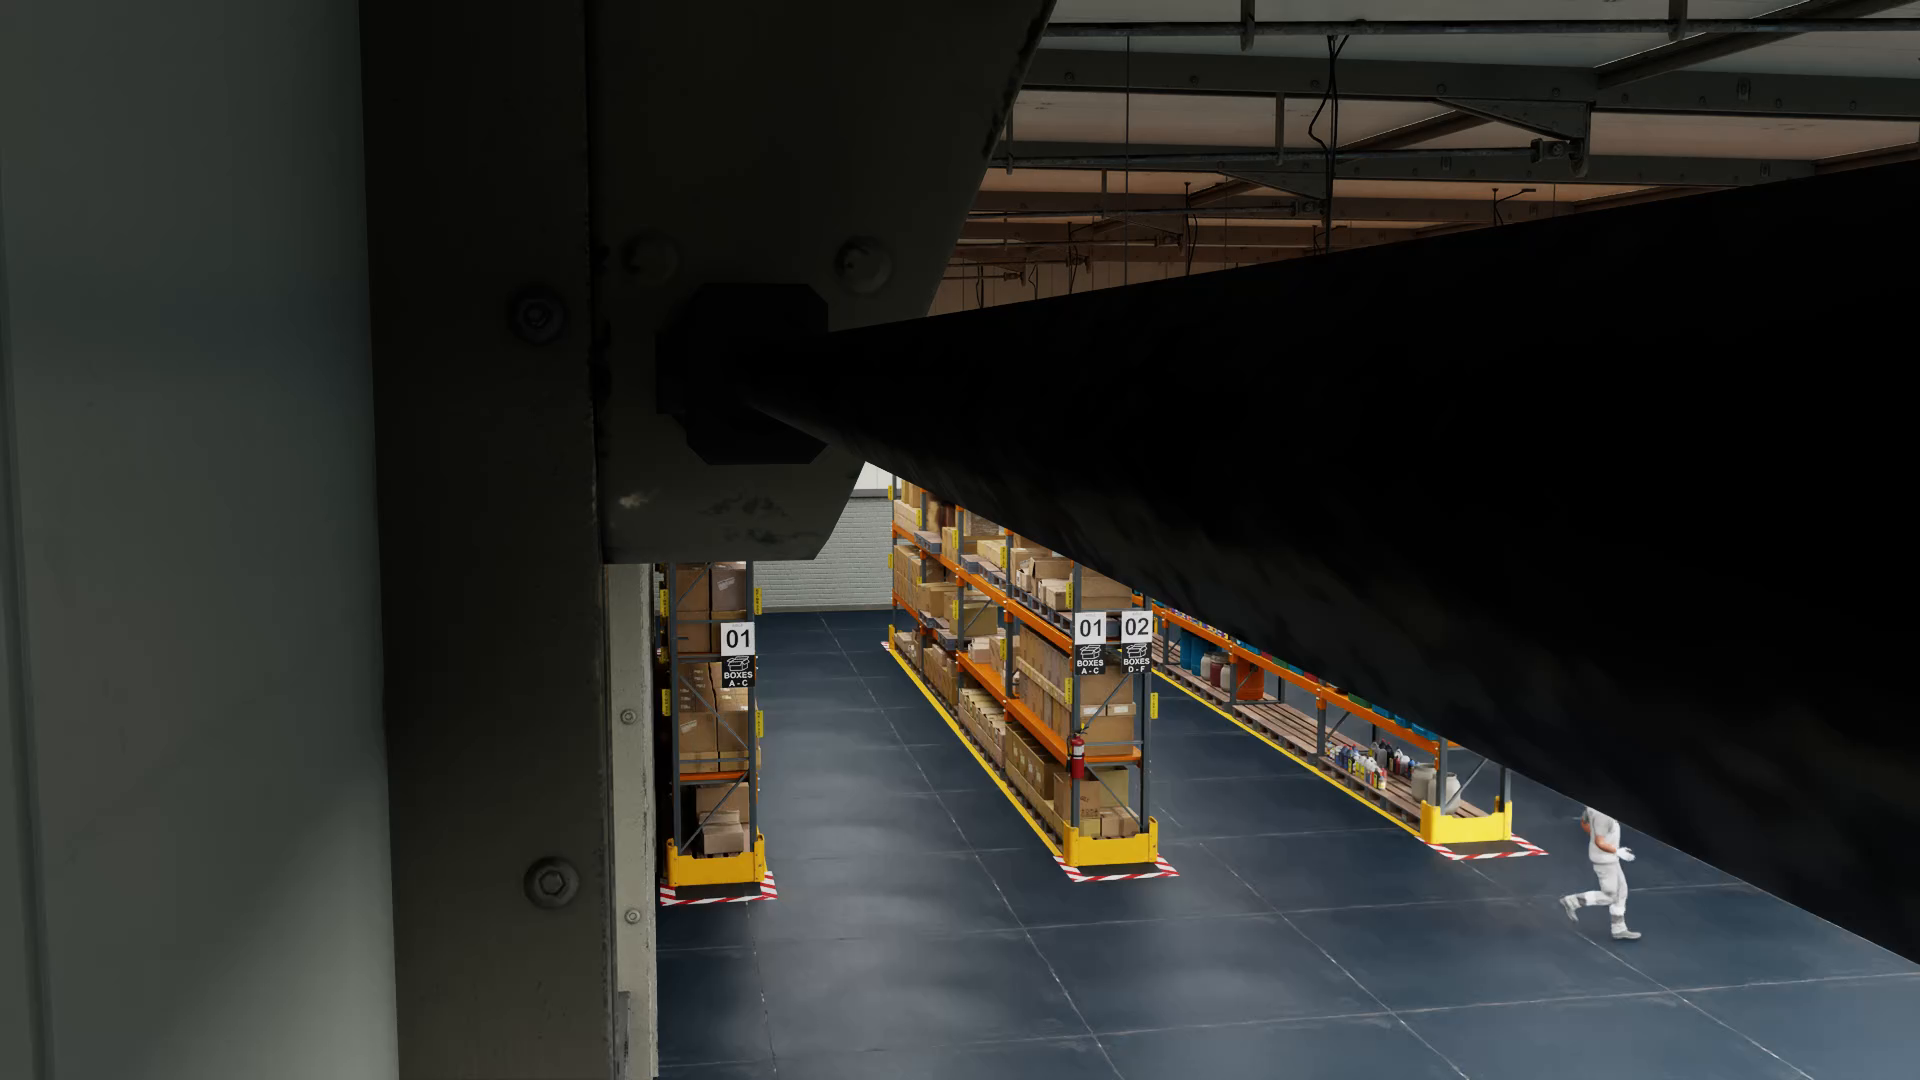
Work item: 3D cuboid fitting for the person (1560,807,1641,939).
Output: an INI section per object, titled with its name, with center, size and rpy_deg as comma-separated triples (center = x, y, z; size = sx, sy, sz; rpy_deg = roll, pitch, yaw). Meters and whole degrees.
[person]
center = 7.047, 3.502, 18.244
size = 0.866, 1.755, 0.669
rpy_deg = 2, 6, 15
